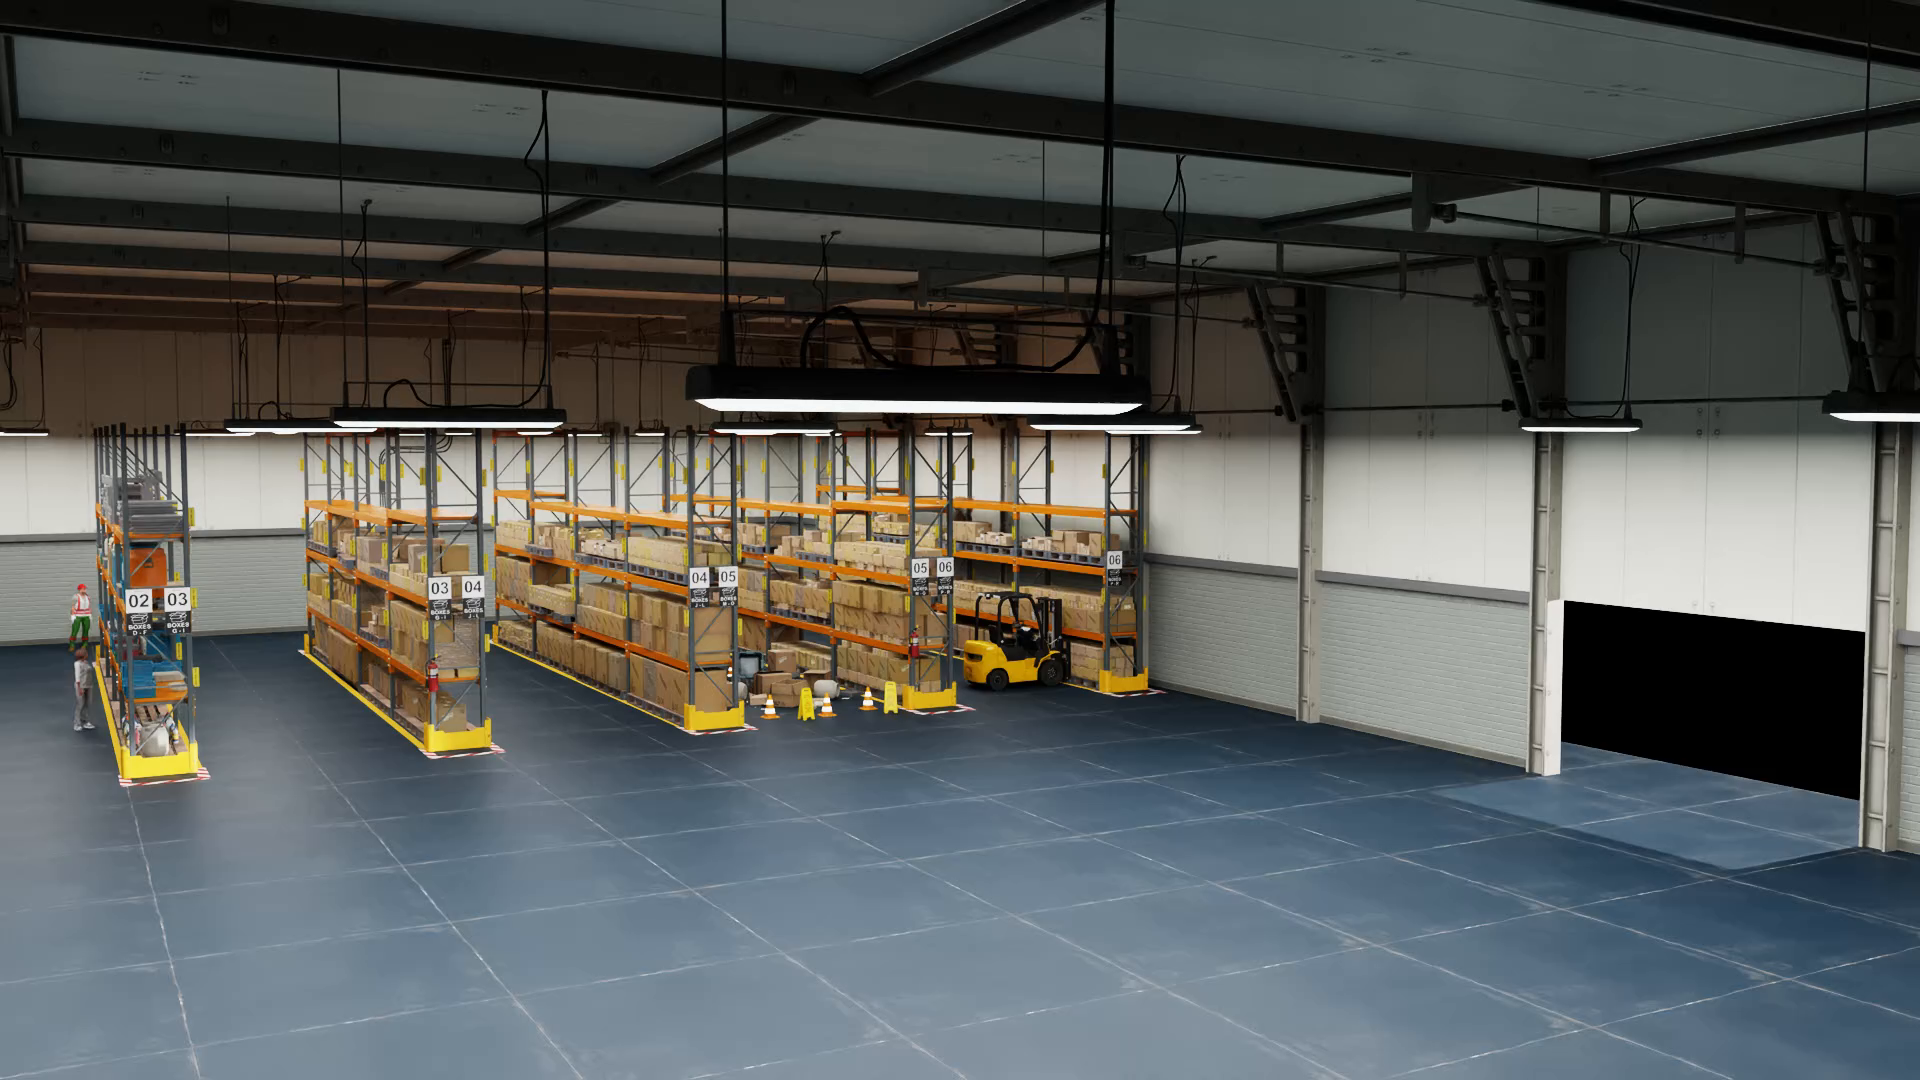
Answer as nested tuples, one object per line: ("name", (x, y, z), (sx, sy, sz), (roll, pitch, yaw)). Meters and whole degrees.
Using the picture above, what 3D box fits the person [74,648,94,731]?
("person", (-17.345, 2.967, 32.920), (0.330, 1.638, 0.516), (1, 4, 14))

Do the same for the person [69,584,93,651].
("person", (-23.916, 2.099, 45.181), (0.411, 1.796, 0.649), (3, 5, 43))
